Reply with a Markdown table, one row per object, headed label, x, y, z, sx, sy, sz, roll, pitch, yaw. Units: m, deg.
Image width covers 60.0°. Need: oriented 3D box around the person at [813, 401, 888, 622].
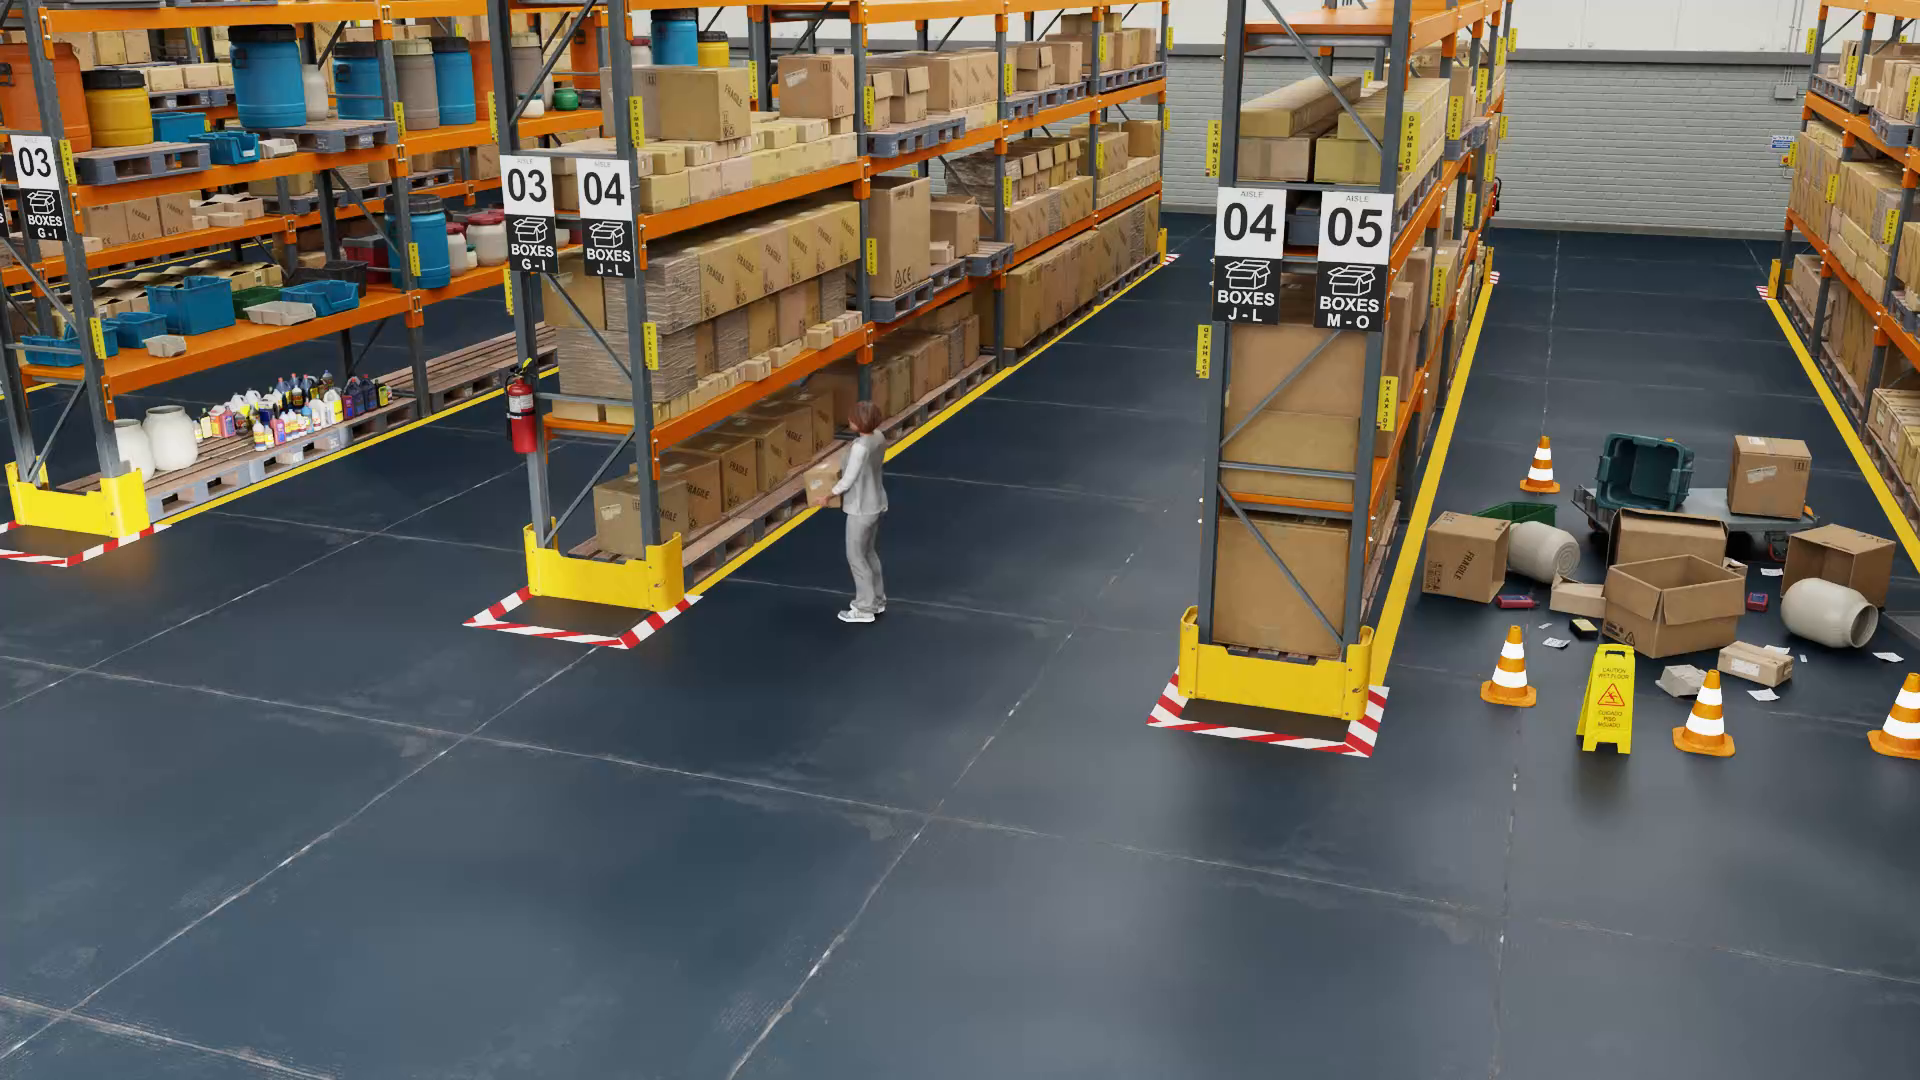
| label | x | y | z | sx | sy | sz | roll | pitch | yaw |
| --- | --- | --- | --- | --- | --- | --- | --- | --- | --- |
| person | -0.755 | -0.215 | 11.699 | 0.489 | 1.596 | 0.425 | 6 | 20 | 18 |
